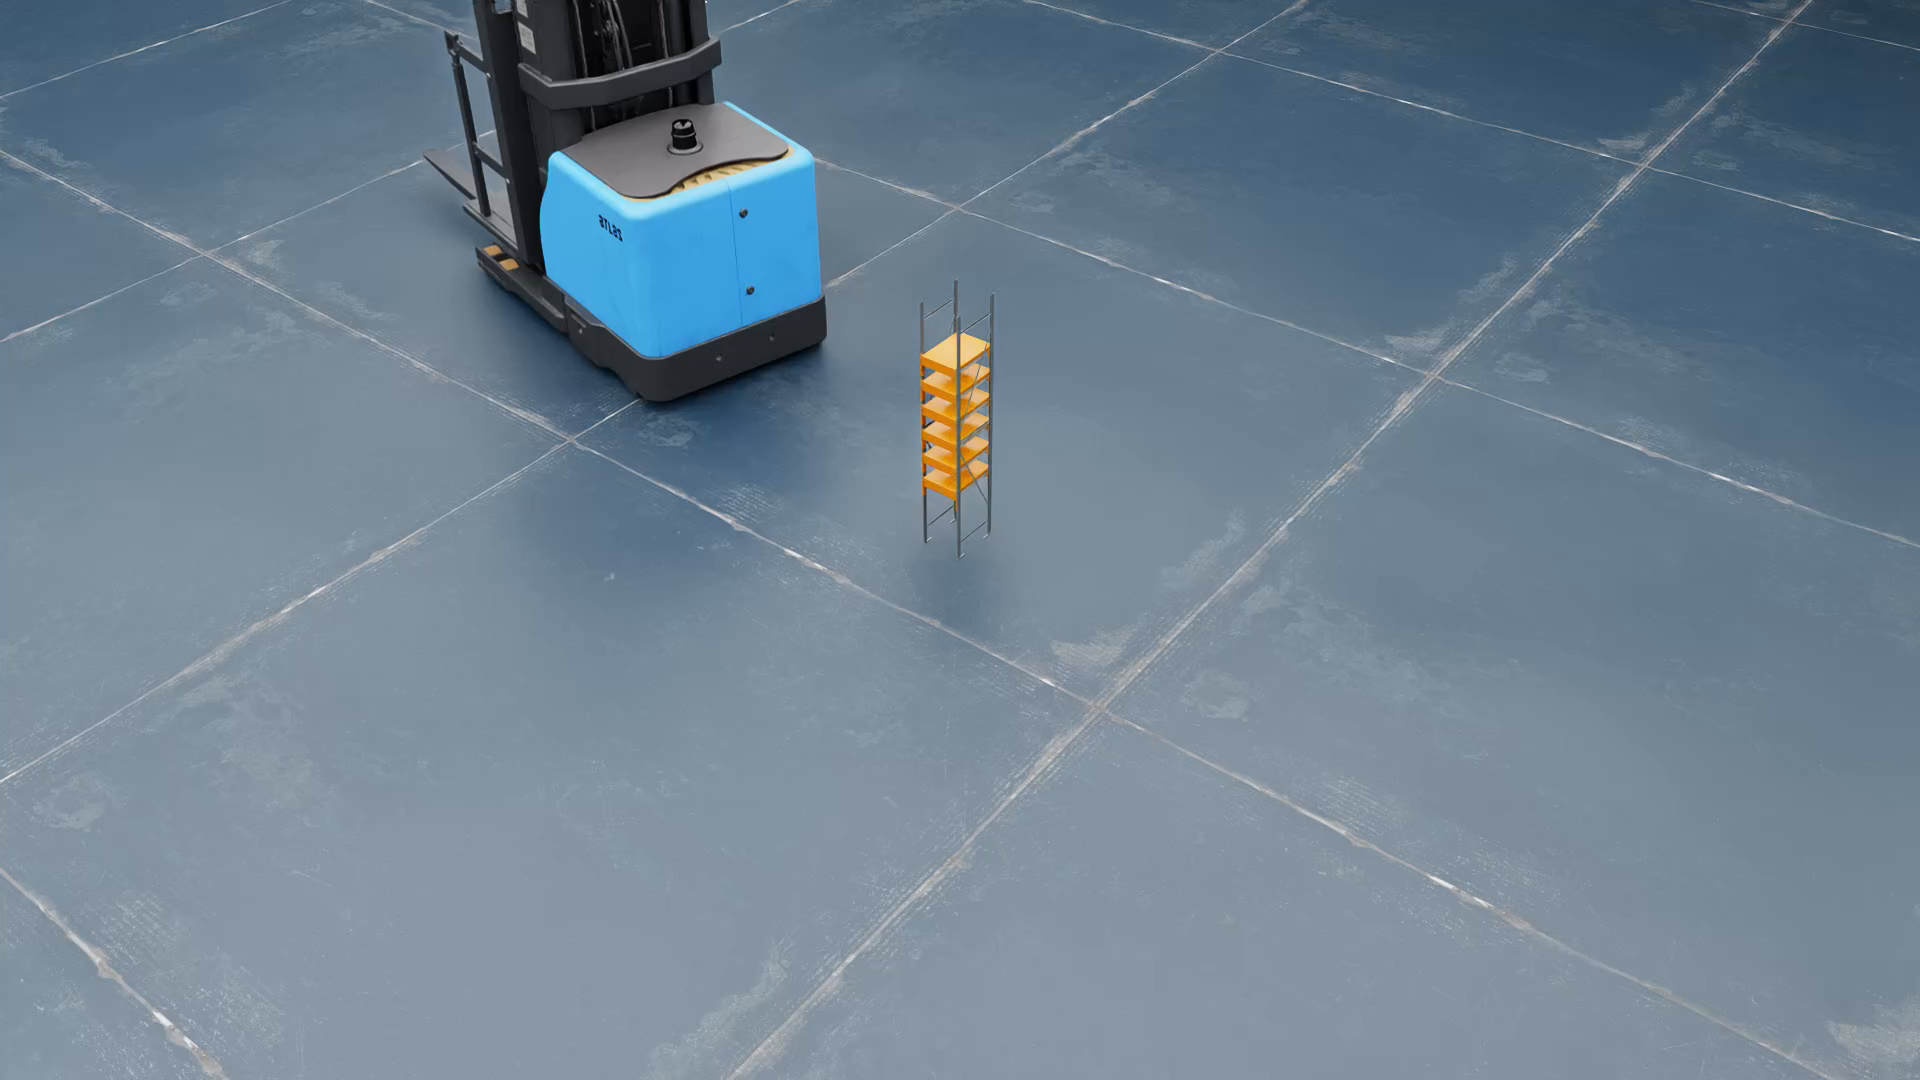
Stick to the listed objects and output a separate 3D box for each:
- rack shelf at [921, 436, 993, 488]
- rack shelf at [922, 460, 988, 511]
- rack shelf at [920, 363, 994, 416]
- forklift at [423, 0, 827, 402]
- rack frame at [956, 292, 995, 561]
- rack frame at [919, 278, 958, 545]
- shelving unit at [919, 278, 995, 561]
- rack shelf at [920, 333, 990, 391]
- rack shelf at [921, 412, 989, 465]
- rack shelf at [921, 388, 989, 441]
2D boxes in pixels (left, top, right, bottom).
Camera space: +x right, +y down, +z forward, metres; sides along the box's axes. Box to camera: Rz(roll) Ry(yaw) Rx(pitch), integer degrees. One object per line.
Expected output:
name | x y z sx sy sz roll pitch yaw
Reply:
rack shelf | -0.011 -0.348 6.988 0.180 0.103 0.258 25 45 29
rack shelf | -0.011 -0.254 7.062 0.180 0.103 0.258 25 45 29
rack shelf | -0.012 -0.632 6.766 0.180 0.103 0.258 25 45 29
forklift | -1.980 -2.669 8.281 1.130 2.935 3.031 -26 45 -29
rack frame | 0.061 -0.444 6.843 0.006 1.200 0.240 25 45 29
rack frame | -0.084 -0.512 6.931 0.006 1.200 0.240 25 45 29
shelving unit | -0.012 -0.478 6.887 0.189 1.200 0.258 25 45 29
rack shelf | -0.012 -0.726 6.693 0.180 0.103 0.258 25 45 29
rack shelf | -0.012 -0.443 6.914 0.180 0.103 0.258 25 45 29
rack shelf | -0.012 -0.537 6.840 0.180 0.103 0.258 25 45 29
